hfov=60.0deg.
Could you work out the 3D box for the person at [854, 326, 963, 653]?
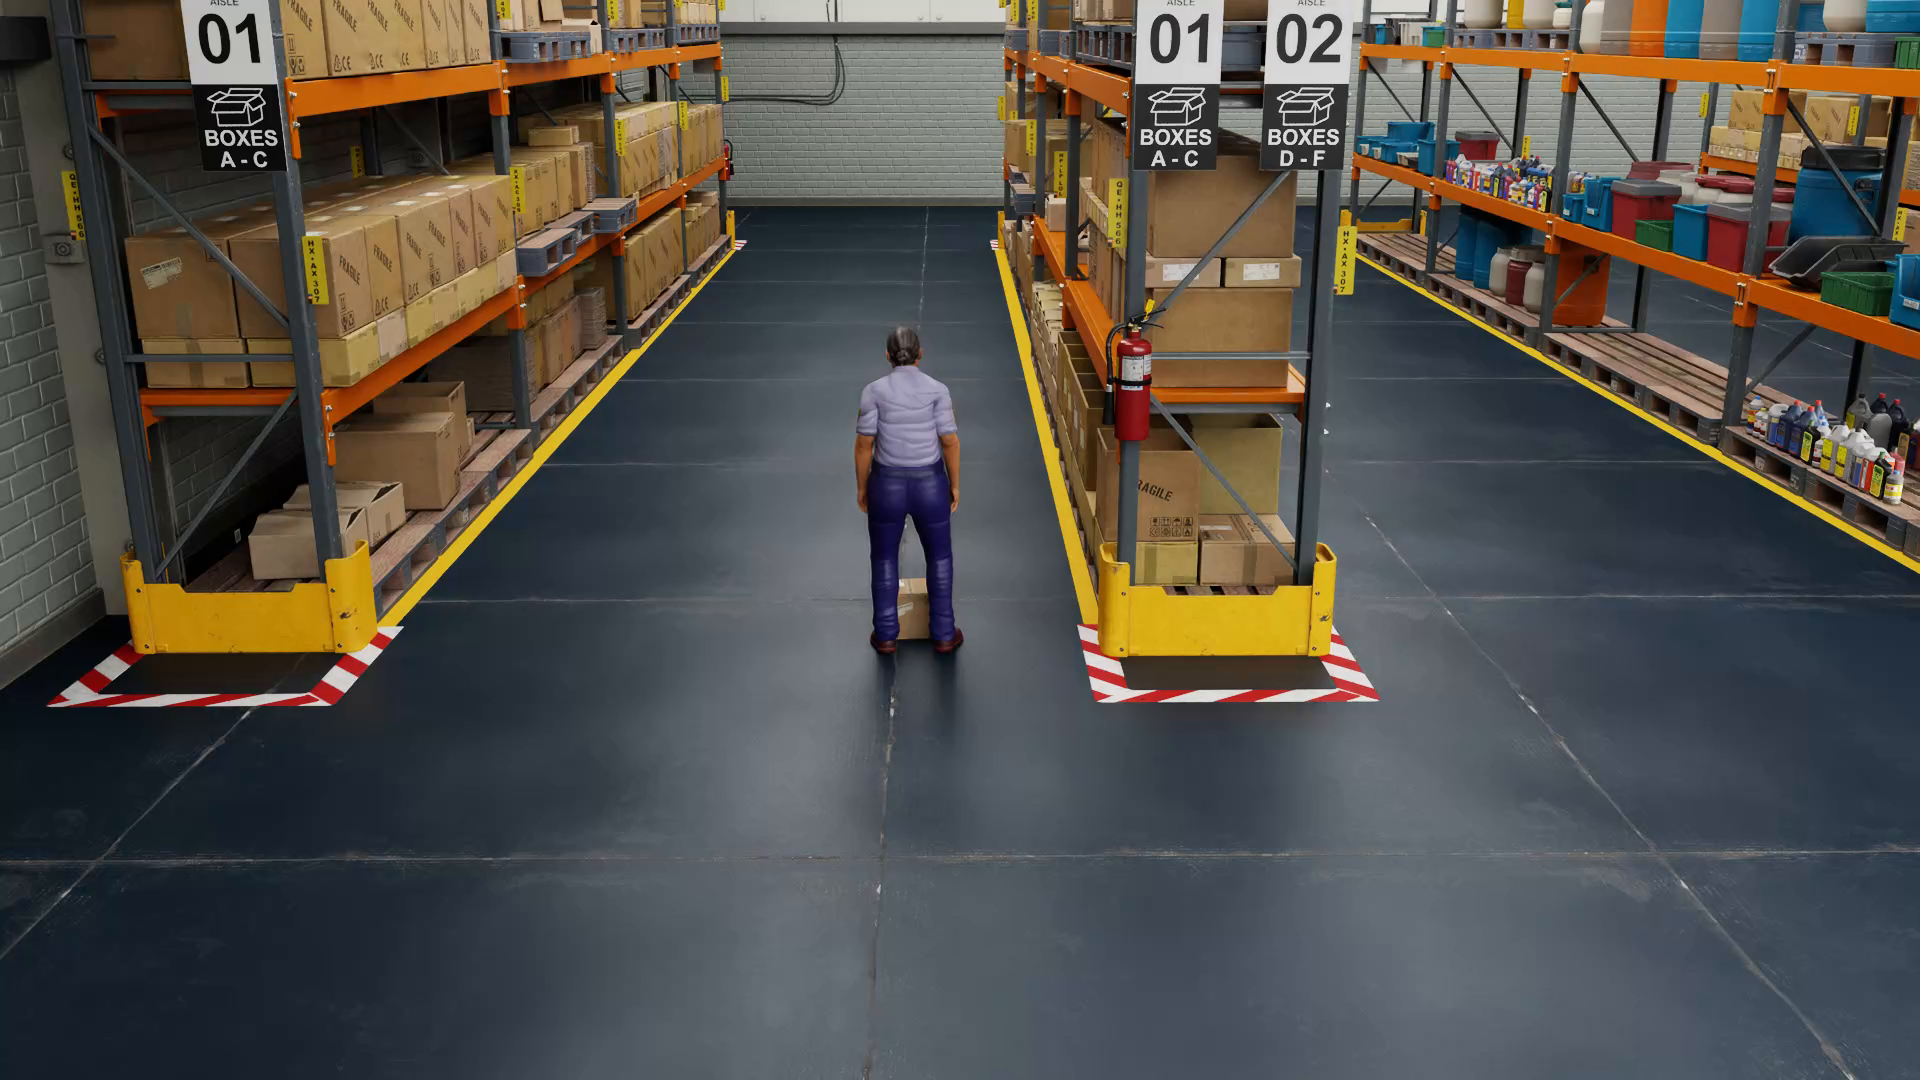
[{"bbox_3d":[-0.252,-0.237,8.323,0.541,1.652,0.368,0,17,-1],"label":"person"}]
